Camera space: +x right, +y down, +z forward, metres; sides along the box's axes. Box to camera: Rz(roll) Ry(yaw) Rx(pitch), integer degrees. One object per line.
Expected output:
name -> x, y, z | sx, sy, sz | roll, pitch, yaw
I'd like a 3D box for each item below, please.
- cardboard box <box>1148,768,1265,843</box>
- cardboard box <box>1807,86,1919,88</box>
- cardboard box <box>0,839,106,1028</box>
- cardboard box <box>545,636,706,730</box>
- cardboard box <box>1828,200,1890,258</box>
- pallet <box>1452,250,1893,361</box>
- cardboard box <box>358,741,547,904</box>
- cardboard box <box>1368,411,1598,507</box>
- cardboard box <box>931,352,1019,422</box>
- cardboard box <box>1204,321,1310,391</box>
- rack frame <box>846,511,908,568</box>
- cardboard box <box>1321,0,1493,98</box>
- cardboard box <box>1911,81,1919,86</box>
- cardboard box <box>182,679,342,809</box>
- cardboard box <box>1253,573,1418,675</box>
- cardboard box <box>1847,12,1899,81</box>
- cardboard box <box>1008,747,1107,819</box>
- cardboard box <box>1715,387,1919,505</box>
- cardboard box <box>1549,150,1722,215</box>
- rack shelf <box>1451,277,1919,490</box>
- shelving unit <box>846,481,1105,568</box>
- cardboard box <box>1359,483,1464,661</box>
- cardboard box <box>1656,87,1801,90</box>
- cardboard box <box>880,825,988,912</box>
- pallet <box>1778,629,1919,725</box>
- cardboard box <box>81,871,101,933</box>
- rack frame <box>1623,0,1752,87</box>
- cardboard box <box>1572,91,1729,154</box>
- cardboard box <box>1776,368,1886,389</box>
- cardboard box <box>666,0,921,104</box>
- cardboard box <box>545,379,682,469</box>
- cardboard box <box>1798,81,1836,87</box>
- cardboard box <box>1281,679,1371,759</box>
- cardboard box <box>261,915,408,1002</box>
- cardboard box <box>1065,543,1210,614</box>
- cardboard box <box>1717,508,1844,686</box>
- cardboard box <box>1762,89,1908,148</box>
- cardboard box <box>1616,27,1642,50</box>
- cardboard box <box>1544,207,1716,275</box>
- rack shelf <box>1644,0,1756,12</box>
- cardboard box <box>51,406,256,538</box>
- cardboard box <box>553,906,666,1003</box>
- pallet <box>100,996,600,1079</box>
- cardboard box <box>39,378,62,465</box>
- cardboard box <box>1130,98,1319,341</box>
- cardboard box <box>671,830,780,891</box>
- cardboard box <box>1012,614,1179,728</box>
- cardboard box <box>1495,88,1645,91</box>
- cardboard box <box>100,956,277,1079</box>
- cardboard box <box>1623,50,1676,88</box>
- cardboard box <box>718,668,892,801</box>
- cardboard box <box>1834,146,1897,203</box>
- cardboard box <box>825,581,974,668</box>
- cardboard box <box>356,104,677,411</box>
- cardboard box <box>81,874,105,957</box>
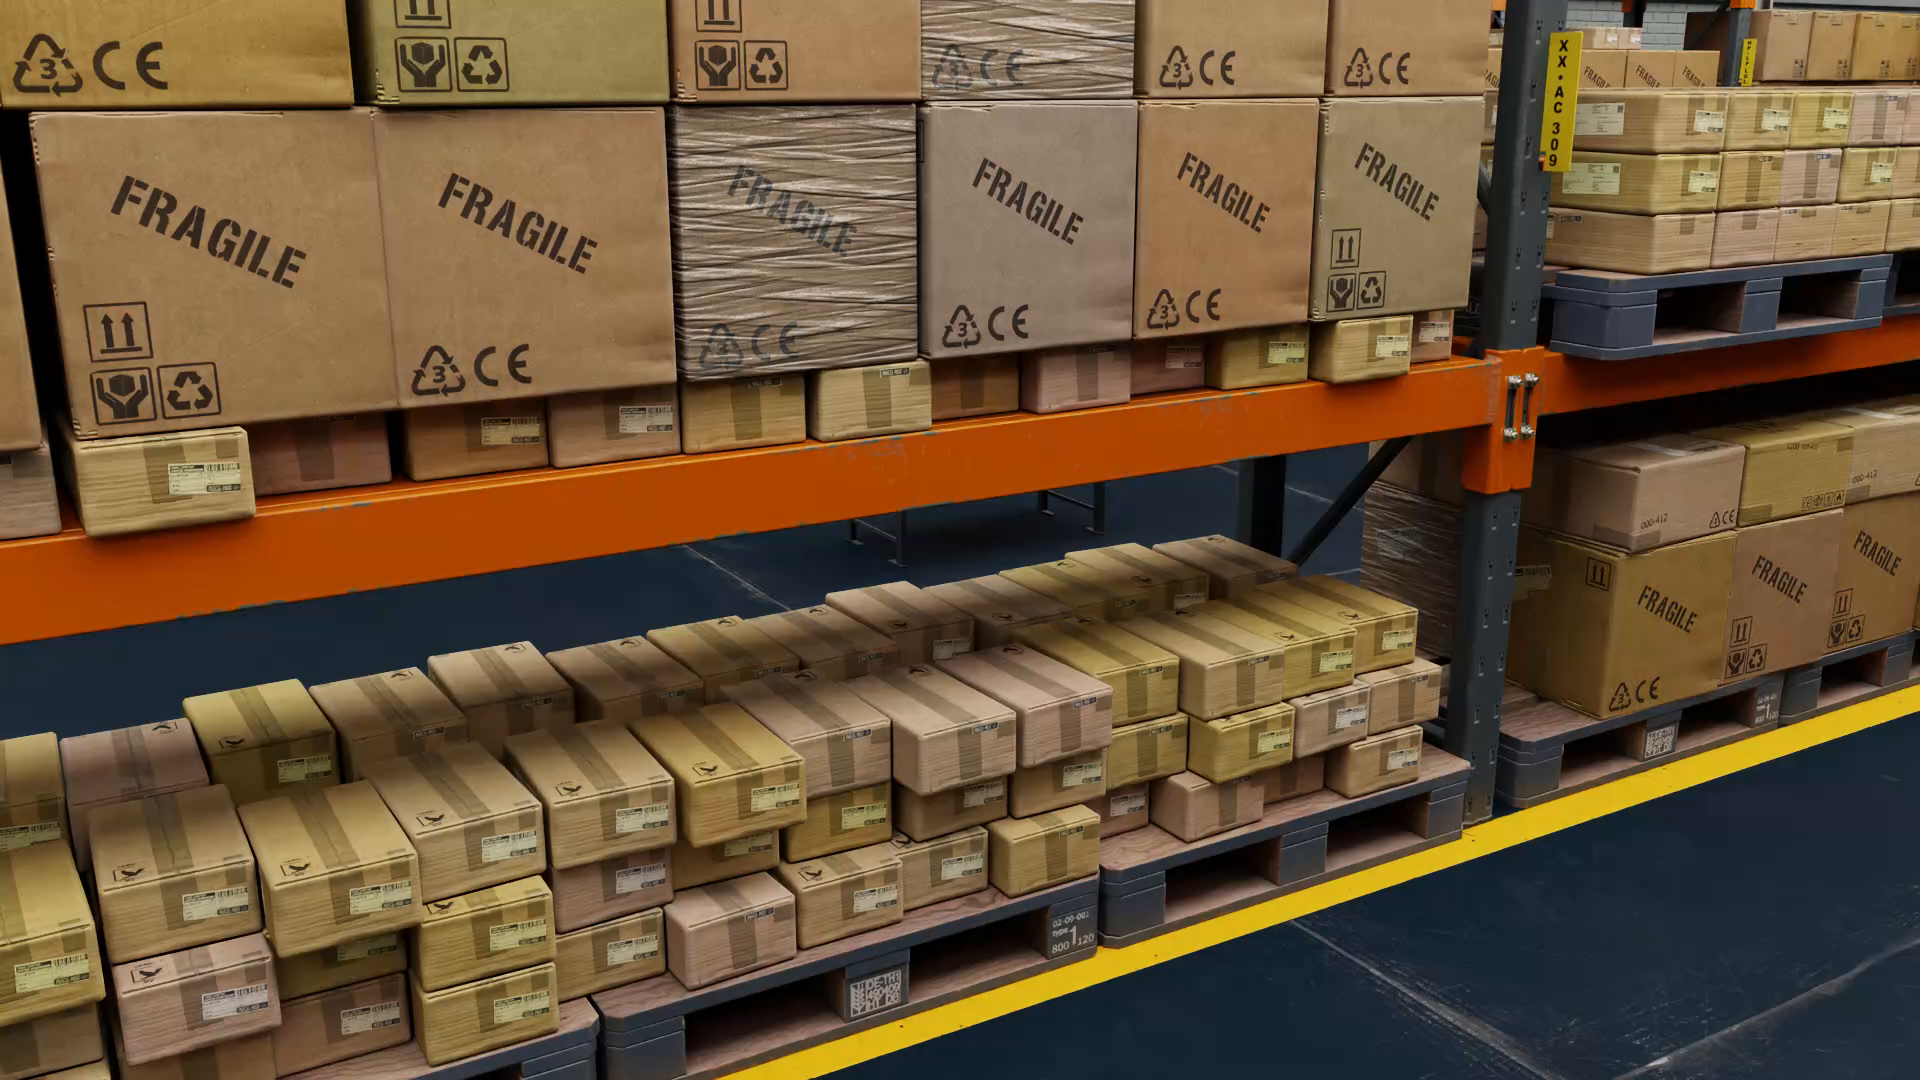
cardboard box -> 0.550, 0.602, 4.210 | 0.250, 0.149, 0.380 | -10, 18, -32
cardboard box -> 3.203, -1.529, 5.893 | 0.250, 0.149, 0.380 | -8, 18, -27
cardboard box -> -1.635, 0.675, 2.845 | 0.250, 0.149, 0.380 | -10, 19, -32
cardboard box -> -0.795, 0.368, 3.942 | 0.250, 0.149, 0.380 | -10, 18, -32
cardboard box -> 2.411, -0.909, 4.781 | 0.250, 0.149, 0.380 | -9, 18, -29
pallet -> 1.900, -0.751, 4.886 | 1.213, 0.211, 1.003 | -9, 18, -30
cardboard box -> -1.009, 0.550, 3.292 | 0.250, 0.149, 0.380 | -10, 19, -32
cardboard box -> 1.678, -0.292, 5.359 | 0.500, 0.250, 0.500 | -10, 18, -31
cardboard box -> -0.076, -0.374, 3.650 | 0.250, 0.149, 0.380 | -10, 18, -31
cardboard box -> 0.621, -0.471, 4.000 | 0.250, 0.149, 0.380 | -8, 18, -28
rack frame -> -0.363, -0.663, 6.998 | 0.032, 1.500, 0.500 | -9, 18, -30
cardboard box -> 0.906, -1.315, 3.957 | 0.500, 0.500, 0.500 | -10, 18, -32
cardboard box -> 7.635, -3.485, 13.548 | 0.500, 0.500, 0.500 | -9, 18, -30
cardboard box -> -1.534, 0.450, 3.648 | 0.250, 0.149, 0.380 | -10, 18, -31
cardboard box -> 0.999, 0.223, 4.458 | 0.250, 0.149, 0.380 | -9, 18, -28
cardboard box -> 6.774, -3.827, 12.917 | 0.500, 0.500, 0.700 | -10, 18, -31
cardboard box -> 0.144, 0.508, 3.993 | 0.250, 0.149, 0.380 | -9, 18, -28
cardboard box -> 2.834, -0.316, 5.445 | 0.500, 0.250, 0.500 | -8, 18, -28
cardboard box -> 1.744, -0.943, 4.354 | 0.250, 0.149, 0.380 | -9, 18, -29
rack shelf -> 2.884, -0.702, 5.690 | 4.000, 0.370, 1.077 | -9, 18, -30
shelving unit -> 0.073, -0.734, 7.250 | 1.048, 1.500, 0.538 | -9, 18, -30
cardboard box -> 1.675, 0.070, 5.457 | 0.500, 0.500, 0.500 | -10, 18, -31
cardboard box -> 2.531, -1.420, 5.504 | 0.250, 0.149, 0.380 | -10, 19, -32
cardboard box -> -0.136, 0.698, 3.867 | 0.250, 0.149, 0.380 | -9, 18, -29
pallet -> 2.883, 0.293, 5.974 | 1.213, 0.211, 1.003 | -9, 18, -30
cardboard box -> -1.702, 0.649, 3.488 | 0.250, 0.149, 0.380 | -10, 18, -31
rack frame -> 5.391, -3.014, 12.604 | 0.127, 3.000, 1.000 | -9, 18, -30
cardboard box -> 1.744, -1.087, 4.314 | 0.250, 0.149, 0.380 | -8, 18, -27
cardboard box -> 3.017, -0.510, 6.136 | 0.500, 0.250, 0.500 | -9, 18, -29
cardboard box -> -0.416, -1.099, 3.183 | 0.500, 0.500, 0.500 | -10, 18, -31
cardboard box -> -0.735, -0.260, 3.246 | 0.250, 0.149, 0.380 | -10, 18, -31
cardboard box -> 6.330, -3.277, 12.807 | 0.500, 0.500, 0.500 | -9, 18, -30
cardboard box -> 0.838, 0.415, 4.326 | 0.250, 0.149, 0.380 | -10, 19, -32
cardboard box -> -1.250, 0.720, 3.237 | 0.250, 0.149, 0.380 | -9, 18, -29
cardboard box -> 0.501, 0.138, 4.762 | 0.250, 0.149, 0.380 | -8, 18, -27
cardboard box -> 2.392, 0.116, 5.293 | 0.500, 0.500, 0.500 | -8, 18, -27
cardboard box -> 2.417, -1.196, 4.704 | 0.250, 0.149, 0.380 | -9, 18, -30
cardboard box -> 4.528, -3.505, 11.638 | 0.250, 0.149, 0.380 | -10, 18, -31
cardboard box -> 1.744, -0.800, 4.394 | 0.250, 0.149, 0.380 | -10, 19, -32
rack shelf -> 7.106, -4.390, 13.288 | 4.000, 0.370, 1.077 | -9, 18, -30
cardboard box -> -1.357, -0.133, 2.791 | 0.250, 0.149, 0.380 | -10, 18, -31
cardboard box -> -0.808, 0.798, 3.509 | 0.250, 0.149, 0.380 | -9, 18, -30
pallet -> -1.479, 1.013, 3.406 | 1.213, 0.211, 1.003 | -9, 18, -30
cardboard box -> -1.685, -0.269, 3.276 | 0.250, 0.149, 0.380 | -9, 18, -30
cardboard box -> 0.455, -0.757, 3.818 | 0.500, 0.500, 0.500 | -10, 18, -31
cardboard box -> -0.584, 0.603, 3.654 | 0.250, 0.149, 0.380 | -8, 18, -27
cardboard box -> 0.328, 0.322, 4.105 | 0.250, 0.149, 0.380 | -9, 18, -28
cardboard box -> 1.866, -1.312, 5.119 | 0.250, 0.149, 0.380 | -10, 18, -31
cardboard box -> -1.463, 0.902, 3.139 | 0.250, 0.149, 0.380 | -9, 18, -30
cardboard box -> 4.689, -3.221, 11.828 | 0.500, 0.500, 0.500 | -9, 18, -29
cardboard box -> -0.351, 0.431, 3.718 | 0.250, 0.149, 0.380 | -9, 18, -30
cardboard box -> 2.409, -1.052, 4.742 | 0.250, 0.149, 0.380 | -10, 19, -32
cardboard box -> -0.162, 0.243, 4.389 | 0.250, 0.149, 0.380 | -9, 18, -29
cardboard box -> -0.860, -0.550, 3.078 | 0.500, 0.500, 0.500 | -9, 18, -29
cardboard box -> -1.747, 0.775, 3.590 | 0.250, 0.149, 0.380 | -9, 18, -28
